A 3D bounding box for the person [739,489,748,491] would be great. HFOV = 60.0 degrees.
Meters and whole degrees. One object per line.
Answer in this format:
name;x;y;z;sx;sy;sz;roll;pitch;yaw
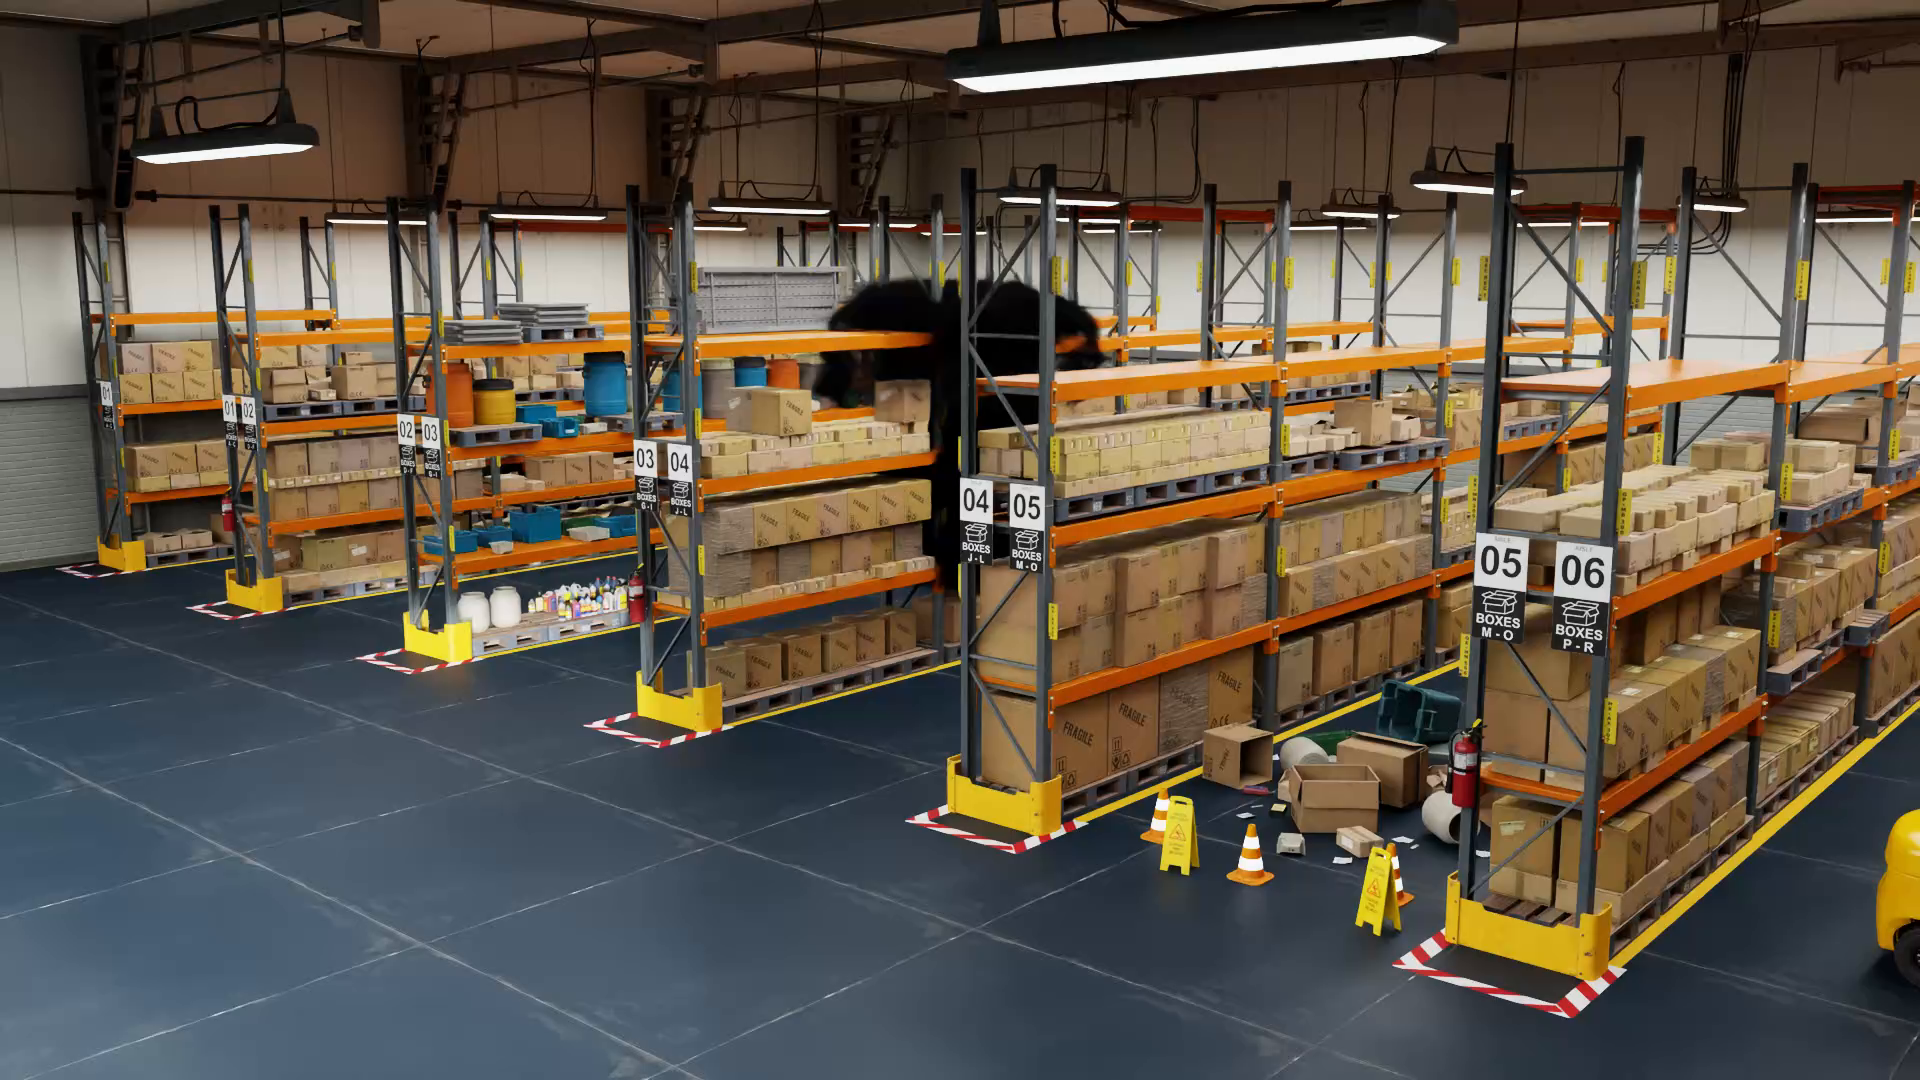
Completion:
person;-3.341;-0.707;28.513;0.651;1.792;0.822;7;12;36
